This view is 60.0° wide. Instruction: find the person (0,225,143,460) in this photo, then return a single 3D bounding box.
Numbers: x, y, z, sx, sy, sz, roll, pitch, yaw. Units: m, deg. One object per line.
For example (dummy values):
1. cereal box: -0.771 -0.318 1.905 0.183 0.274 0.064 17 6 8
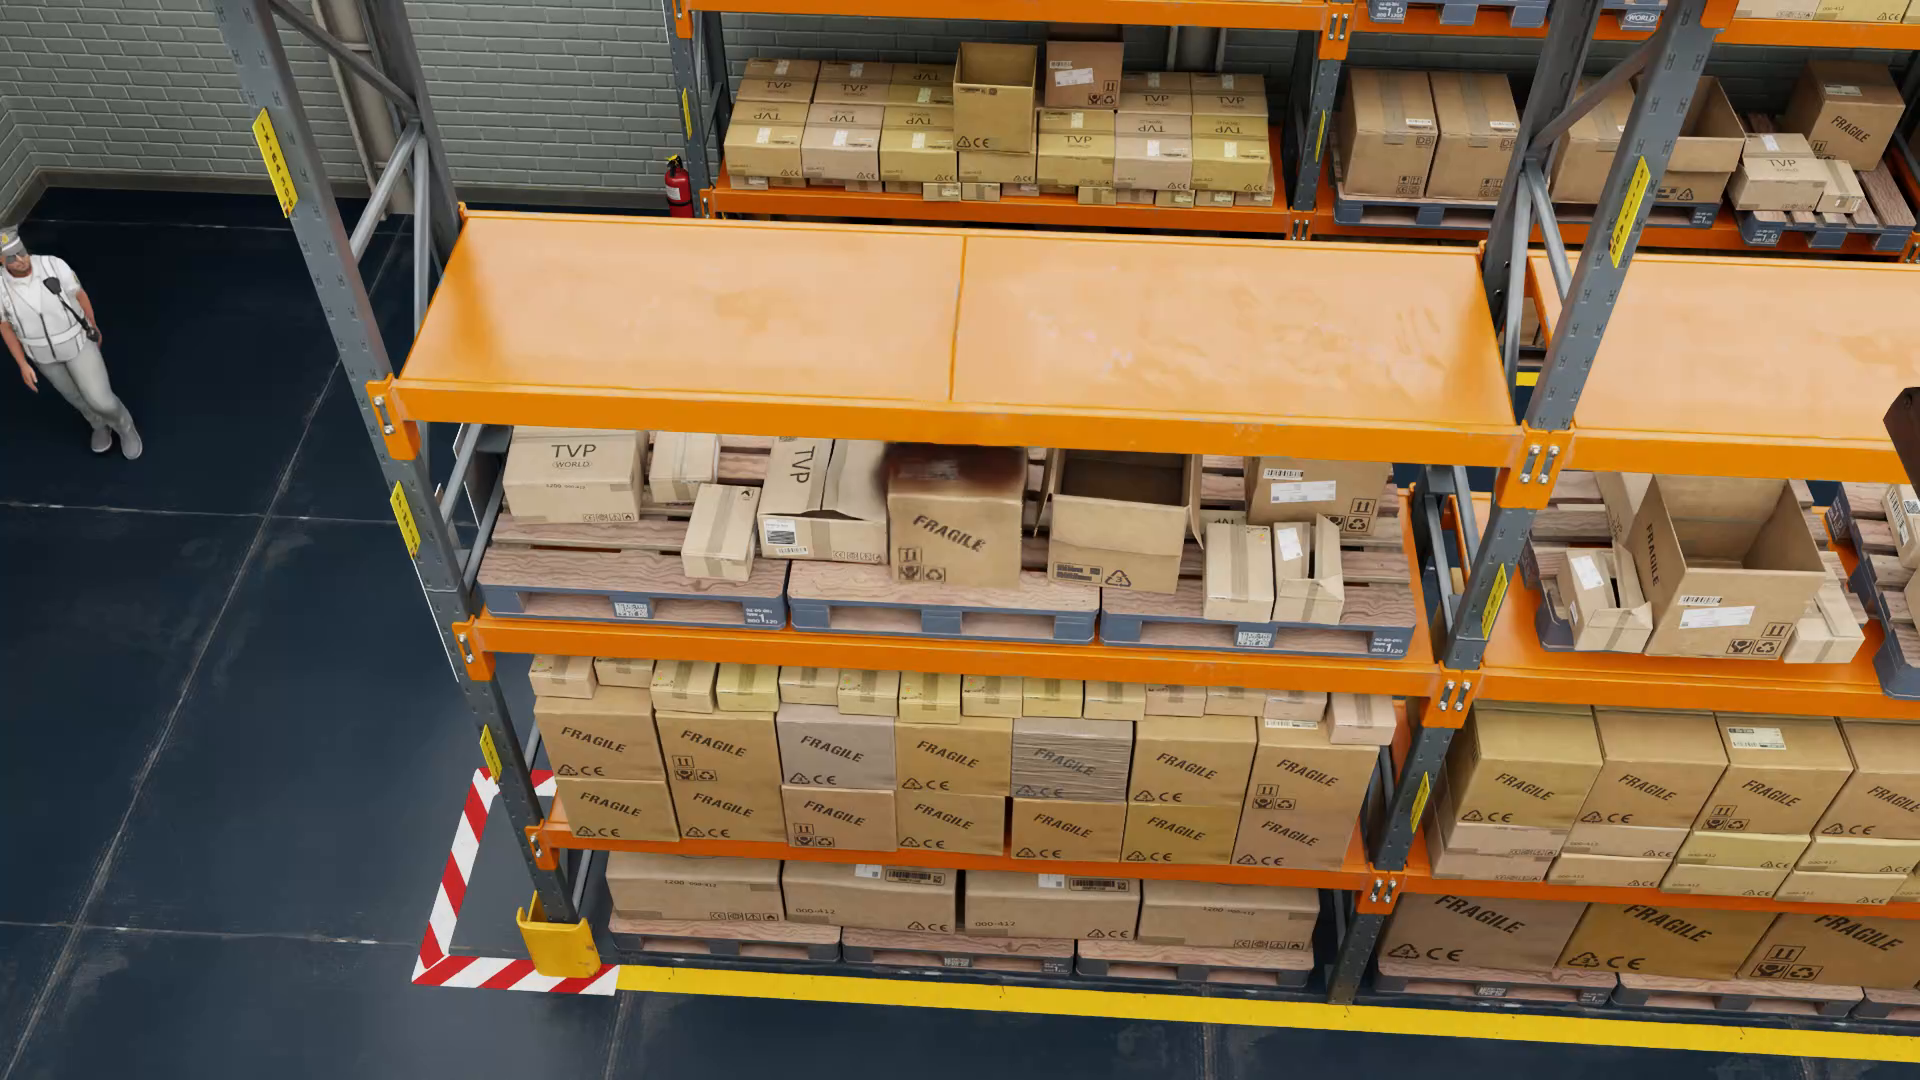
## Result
1. person: -5.772 -1.212 10.647 0.517 1.810 0.521 -10 49 -9
